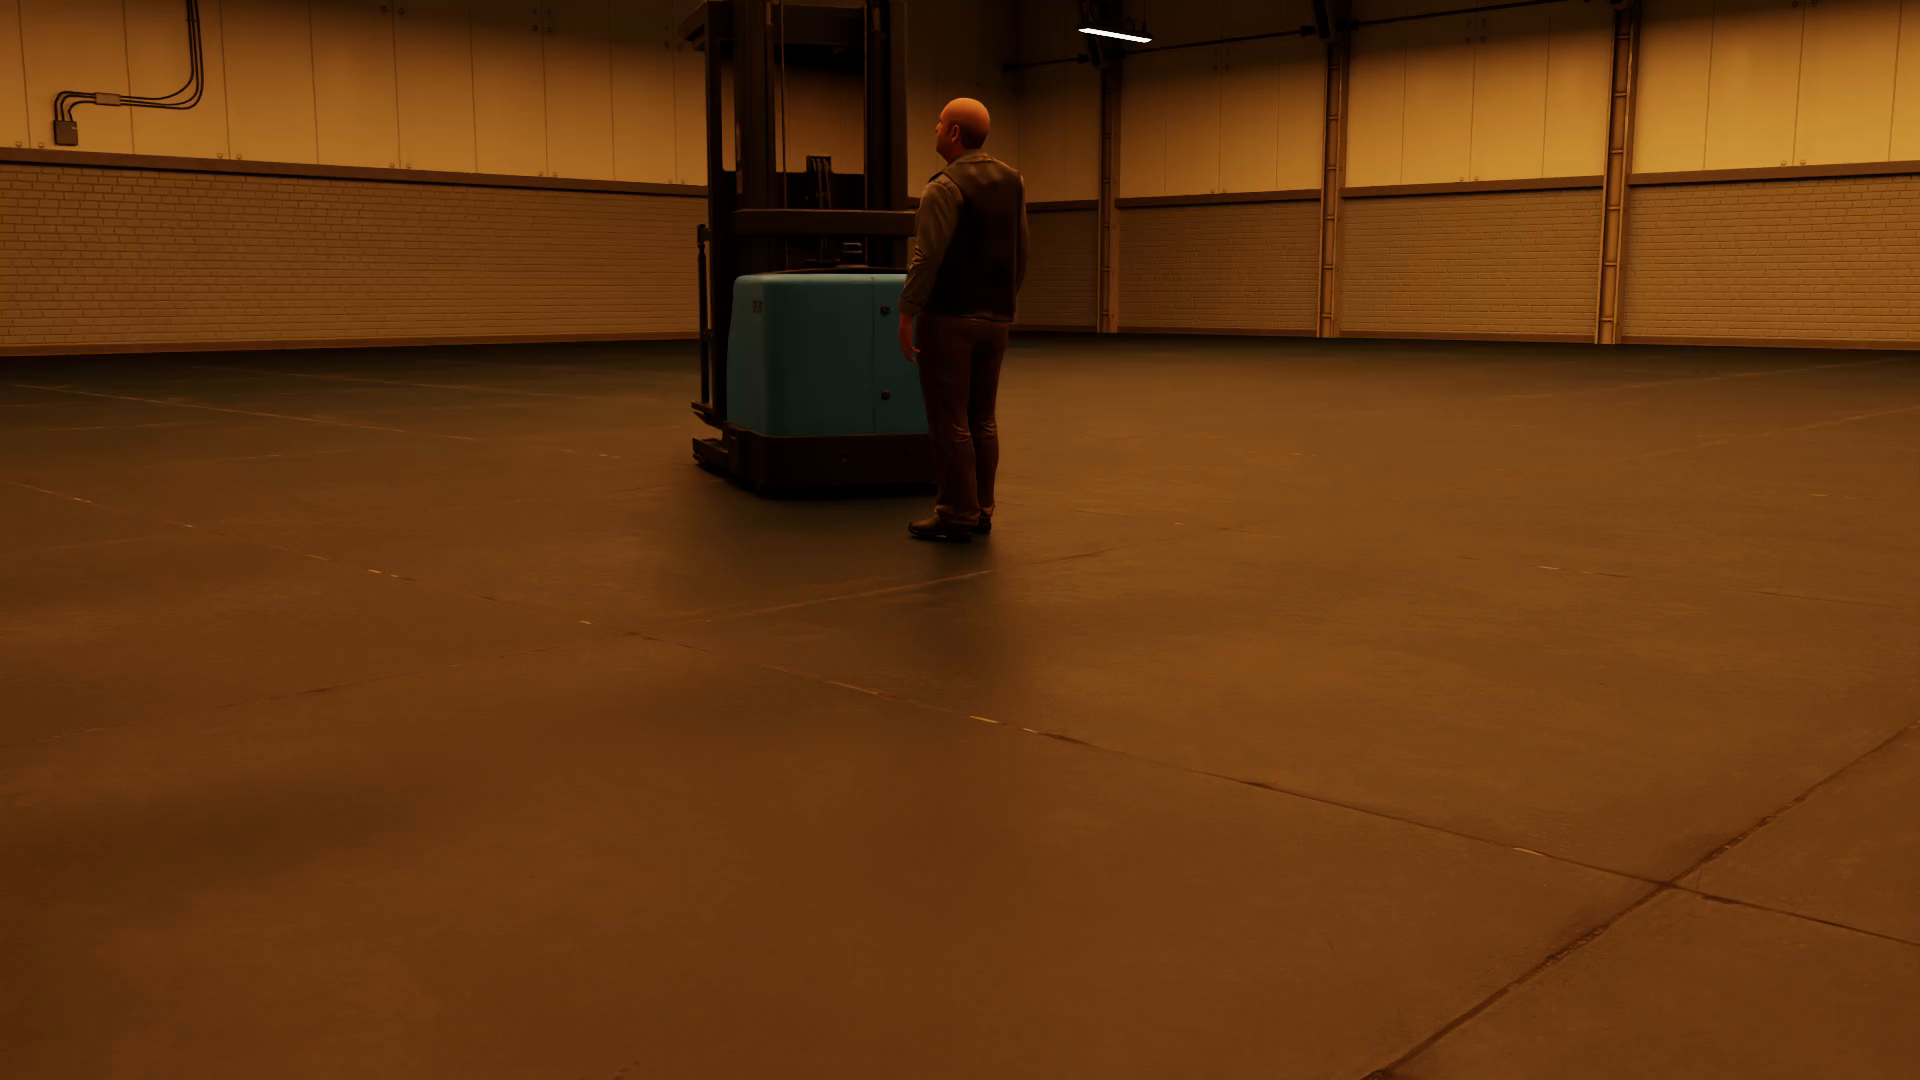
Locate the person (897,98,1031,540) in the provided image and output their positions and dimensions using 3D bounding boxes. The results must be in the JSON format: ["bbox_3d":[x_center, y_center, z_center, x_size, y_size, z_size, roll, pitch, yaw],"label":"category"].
[{"bbox_3d":[-0.039,-0.865,6.637,0.569,1.720,0.632,8,12,43],"label":"person"}]

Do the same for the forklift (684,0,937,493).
[{"bbox_3d":[-0.891,-1.858,9.211,1.130,2.935,3.031,-3,9,-19],"label":"forklift"}]
